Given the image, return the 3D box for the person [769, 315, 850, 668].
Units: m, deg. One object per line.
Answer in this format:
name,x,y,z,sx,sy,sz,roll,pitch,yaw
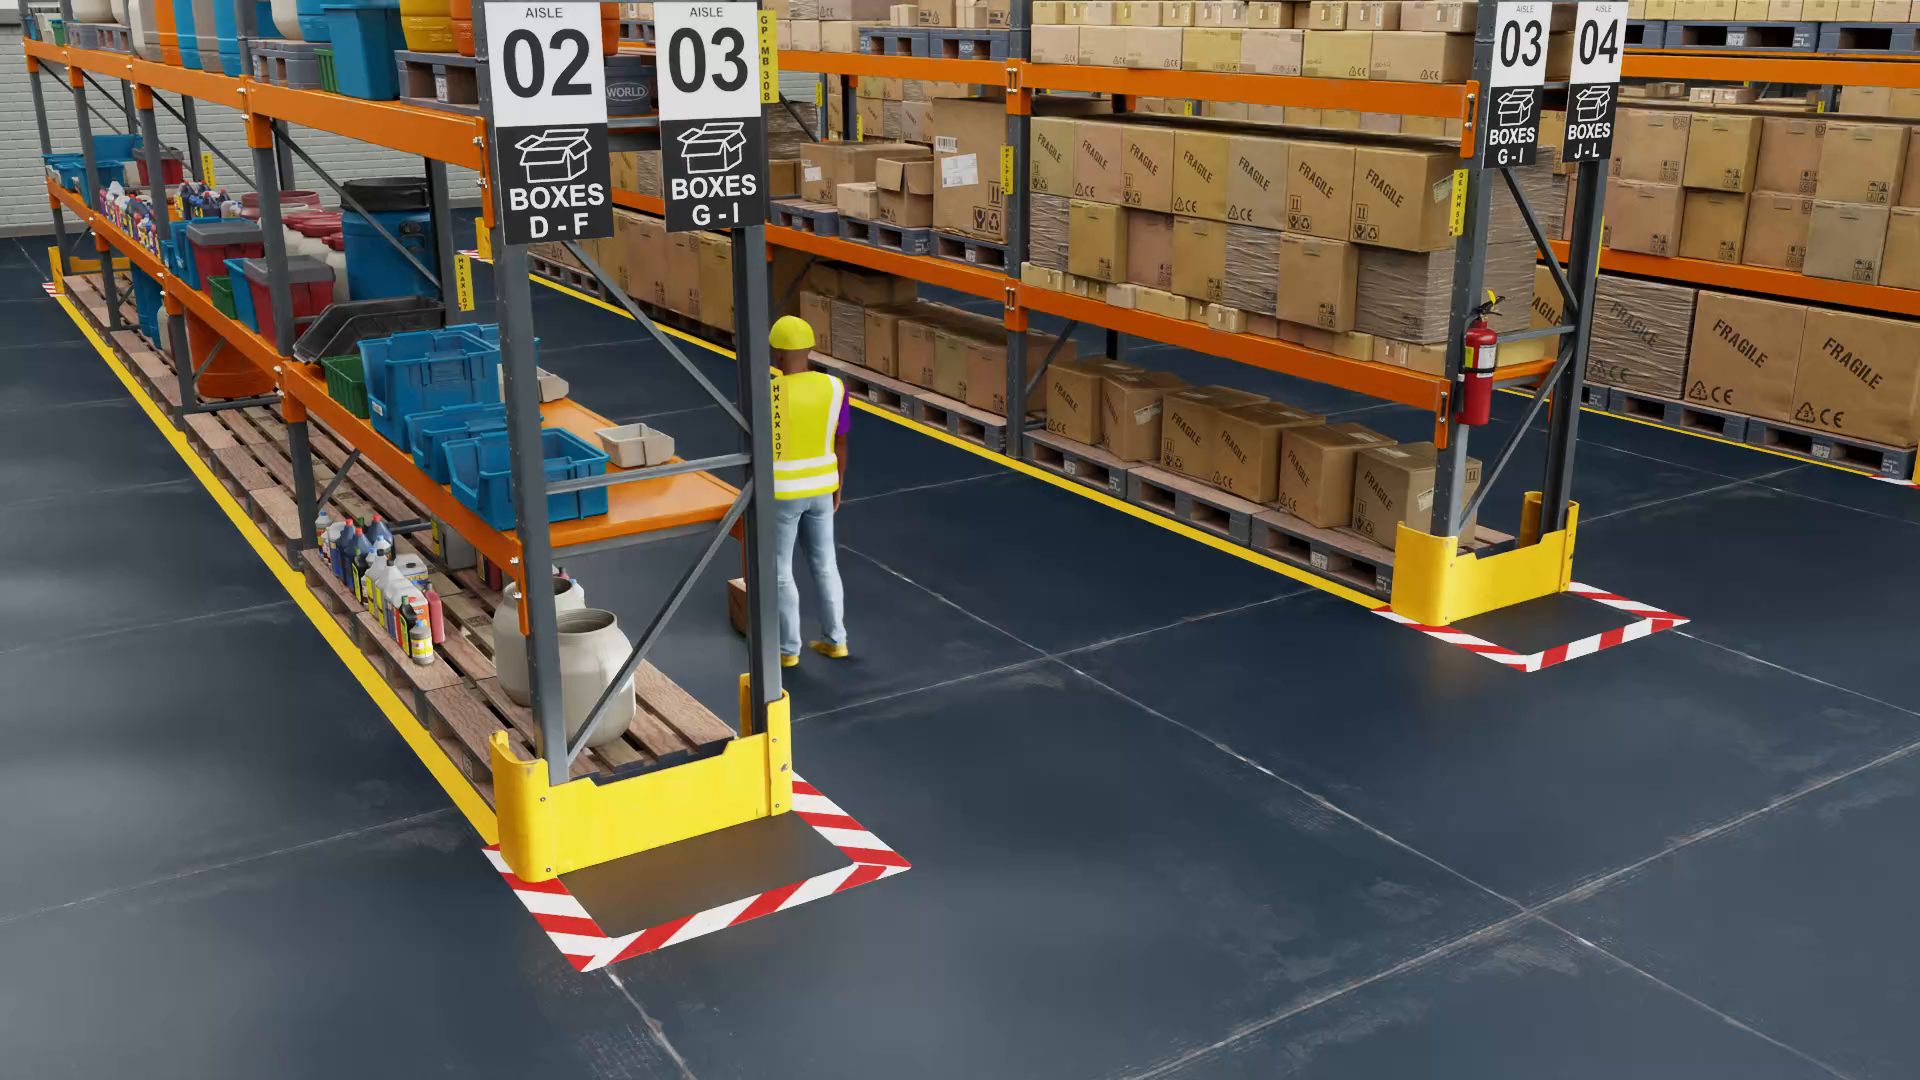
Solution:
person,-0.824,-0.226,8.274,0.563,1.793,0.373,-11,21,-30
